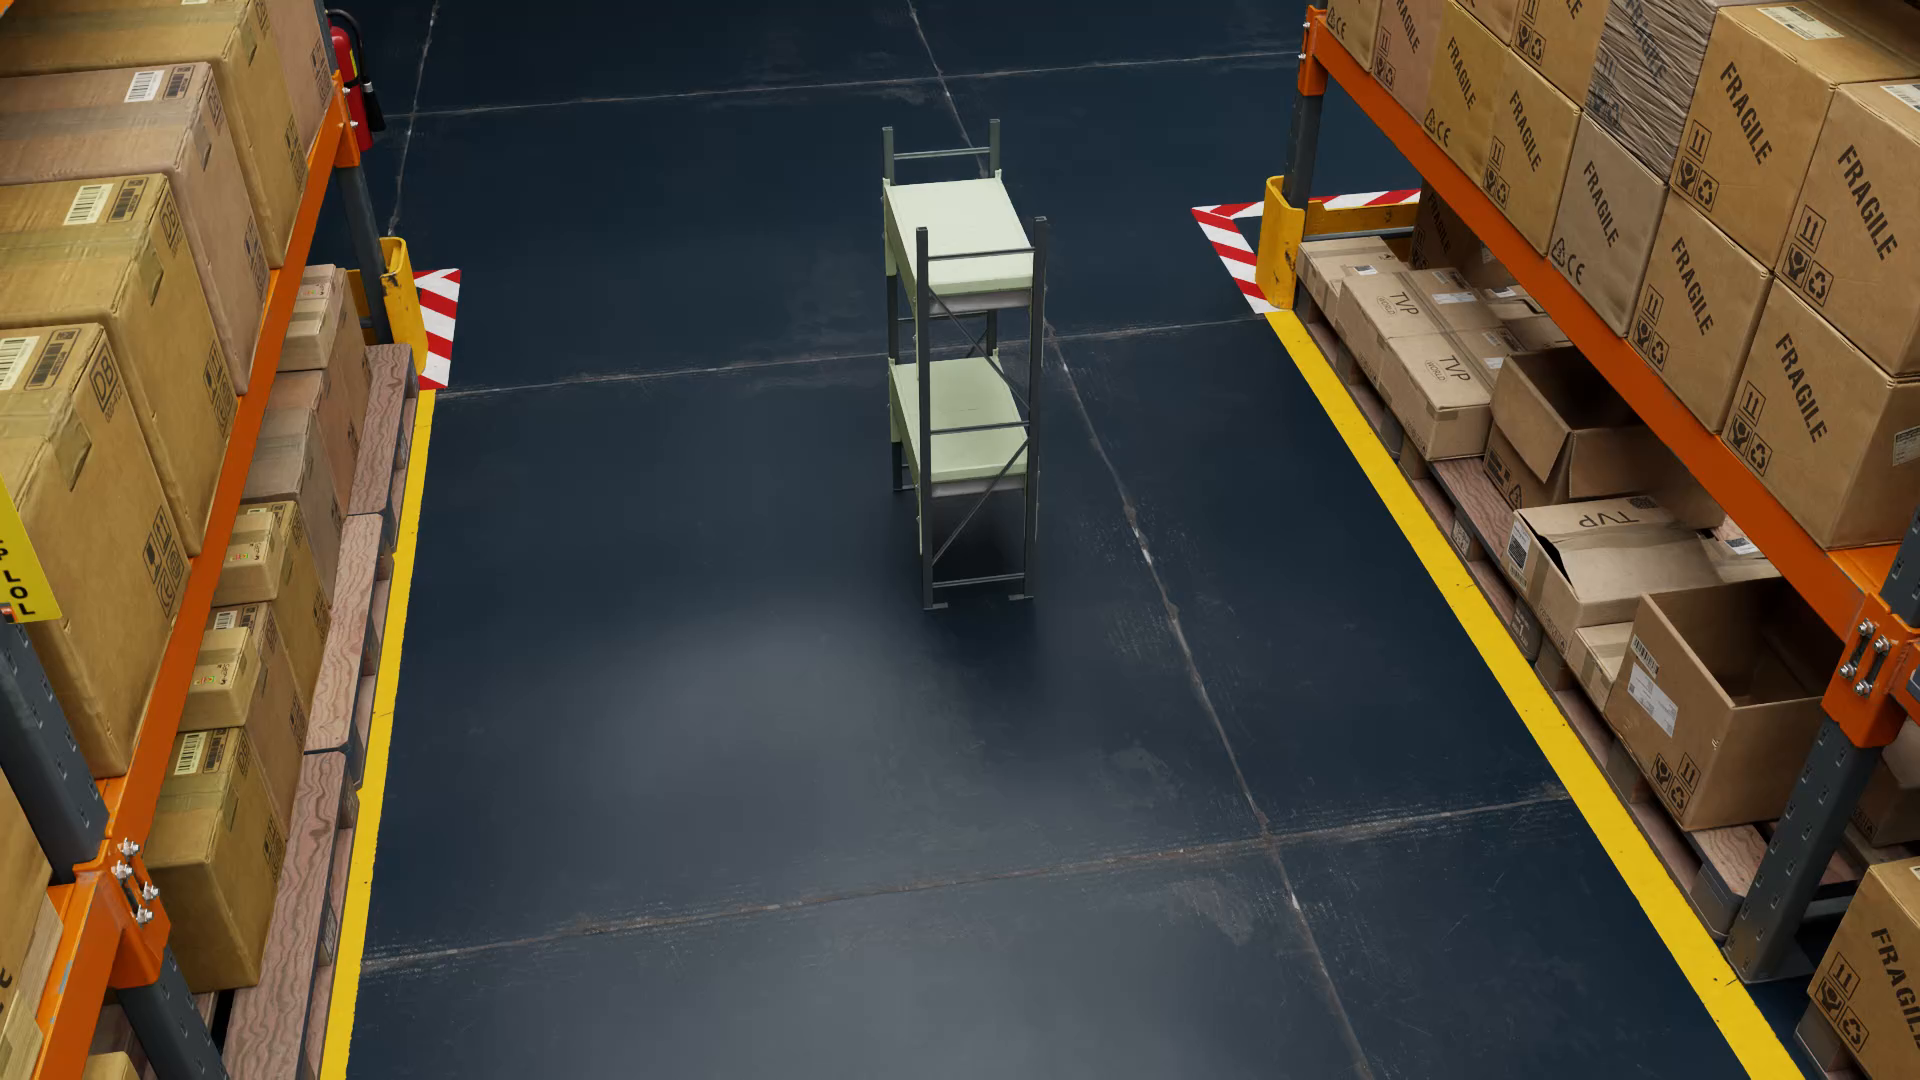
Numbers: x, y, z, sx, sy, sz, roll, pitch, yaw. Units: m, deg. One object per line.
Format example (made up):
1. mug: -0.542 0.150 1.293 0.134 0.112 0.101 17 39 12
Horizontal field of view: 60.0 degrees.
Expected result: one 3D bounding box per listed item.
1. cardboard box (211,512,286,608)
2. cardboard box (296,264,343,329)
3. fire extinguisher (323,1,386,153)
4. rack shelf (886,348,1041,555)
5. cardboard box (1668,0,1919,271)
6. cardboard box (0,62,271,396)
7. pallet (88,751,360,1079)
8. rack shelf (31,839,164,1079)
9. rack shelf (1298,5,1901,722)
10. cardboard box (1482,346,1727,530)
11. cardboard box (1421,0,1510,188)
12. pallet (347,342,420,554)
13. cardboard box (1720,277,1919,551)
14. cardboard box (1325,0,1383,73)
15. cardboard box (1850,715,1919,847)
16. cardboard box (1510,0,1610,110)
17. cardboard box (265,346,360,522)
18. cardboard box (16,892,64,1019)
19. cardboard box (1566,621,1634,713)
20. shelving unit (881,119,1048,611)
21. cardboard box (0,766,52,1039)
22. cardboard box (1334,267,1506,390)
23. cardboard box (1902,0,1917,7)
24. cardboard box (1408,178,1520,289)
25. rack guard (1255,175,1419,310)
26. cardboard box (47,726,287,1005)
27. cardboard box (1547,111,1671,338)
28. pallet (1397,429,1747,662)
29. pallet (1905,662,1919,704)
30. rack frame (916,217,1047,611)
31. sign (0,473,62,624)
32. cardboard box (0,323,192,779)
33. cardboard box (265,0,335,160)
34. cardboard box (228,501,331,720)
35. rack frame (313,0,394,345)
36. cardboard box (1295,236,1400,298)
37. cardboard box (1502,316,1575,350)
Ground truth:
1. cardboard box: -2.209 0.068 4.884 0.380 0.149 0.250 -7 38 -9
2. cardboard box: -2.485 -0.874 6.096 0.380 0.149 0.250 -7 38 -8
3. fire extinguisher: -2.480 -1.872 6.581 0.296 0.674 0.183 -6 38 -8
4. rack shelf: 0.001 -0.331 5.985 0.431 0.370 0.720 -6 38 -8
5. cardboard box: 2.234 -1.049 4.259 0.500 0.500 0.500 -7 38 -9
6. cardboard box: -2.545 -0.820 4.617 0.980 0.700 0.700 -8 39 -10
7. pallet: -2.263 1.141 4.610 1.003 0.211 1.213 -6 38 -8
8. rack shelf: -1.856 1.999 1.818 1.077 0.370 4.000 -6 38 -8
9. rack shelf: 2.319 -0.952 5.616 1.077 0.370 4.000 -6 38 -8
10. cardboard box: 2.335 -0.350 5.932 0.797 0.503 0.637 -6 38 -8
11. cardboard box: 1.968 -1.572 5.747 0.500 0.500 0.500 -6 38 -8
12. pallet: -2.691 -0.333 6.507 1.003 0.211 1.213 -6 38 -8
13. cardboard box: 2.330 -0.342 4.163 0.500 0.500 0.500 -6 38 -7
14. cardboard box: 1.787 -2.187 6.538 0.500 0.500 0.500 -5 38 -7
15. cardboard box: 2.809 0.584 4.887 0.500 0.311 0.500 -6 38 -8
16. cardboard box: 2.059 -1.657 5.042 0.500 0.500 0.500 -7 38 -8
17. cardboard box: -2.599 -0.373 5.981 0.700 0.500 0.500 -6 38 -8
18. cardboard box: -1.868 0.772 2.999 0.380 0.149 0.250 -6 38 -8
19. cardboard box: 2.166 0.391 5.267 0.380 0.149 0.250 -6 38 -8
20. shelving unit: 0.001 -0.588 5.785 0.431 1.500 0.755 -6 38 -8
21. cardboard box: -1.877 0.594 2.700 0.500 0.500 0.500 -7 38 -9
22. cardboard box: 1.872 -0.871 6.808 0.500 0.250 0.500 -6 38 -8
23. cardboard box: 2.684 -1.399 4.709 0.500 0.500 0.500 -7 38 -9
24. cardboard box: 2.306 -1.328 7.194 0.500 0.500 0.500 -6 38 -8
25. rack guard: 1.982 -1.411 7.658 1.175 0.500 0.348 -6 38 -8
26. cardboard box: -2.237 0.866 4.386 0.700 0.500 0.500 -6 38 -7
27. cardboard box: 2.146 -0.963 4.963 0.500 0.500 0.500 -5 38 -7
28. pallet: 2.333 -0.080 6.181 1.003 0.211 1.213 -6 38 -8
29. pallet: 2.702 0.542 3.263 1.003 0.211 1.213 -6 38 -8
30. rack frame: 0.065 -0.367 5.500 0.400 1.500 0.023 -6 38 -8
31. sign: -1.674 0.017 2.904 0.100 0.325 0.005 -6 38 -8
32. cardboard box: -2.286 0.059 3.484 0.980 0.700 0.700 -6 38 -7
33. cardboard box: -2.808 -1.720 5.775 0.980 0.700 0.700 -5 38 -6
34. cardboard box: -2.409 0.252 5.176 0.700 0.500 0.500 -5 38 -7
35. rack frame: -2.908 -1.909 6.262 1.000 3.000 0.127 -6 38 -8
36. cardboard box: 1.704 -1.202 7.317 0.380 0.149 0.250 -6 38 -8
37. cardboard box: 2.443 -0.653 6.528 0.500 0.250 0.500 -6 38 -8
